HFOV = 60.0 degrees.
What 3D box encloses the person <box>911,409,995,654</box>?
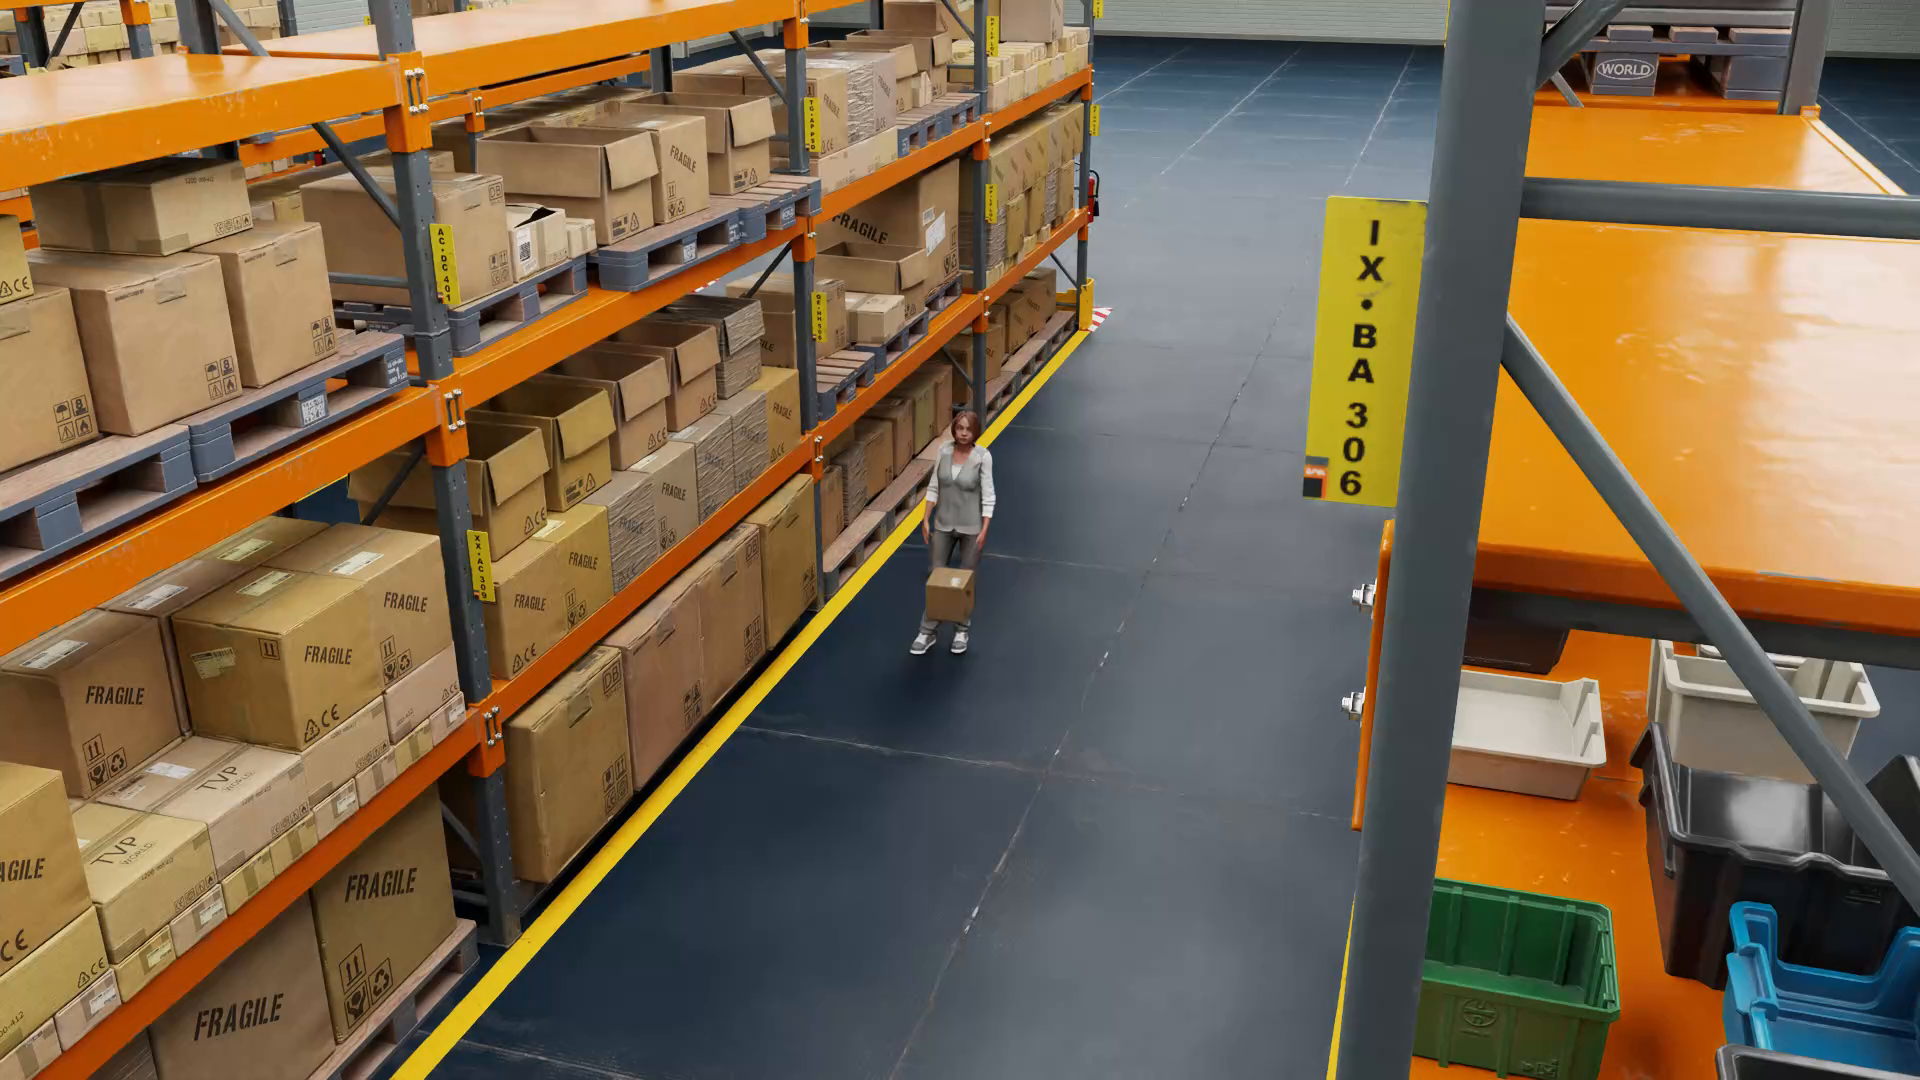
[{"bbox_3d":[-0.035,-0.040,10.680,0.501,1.597,0.474,7,23,16],"label":"person"}]
